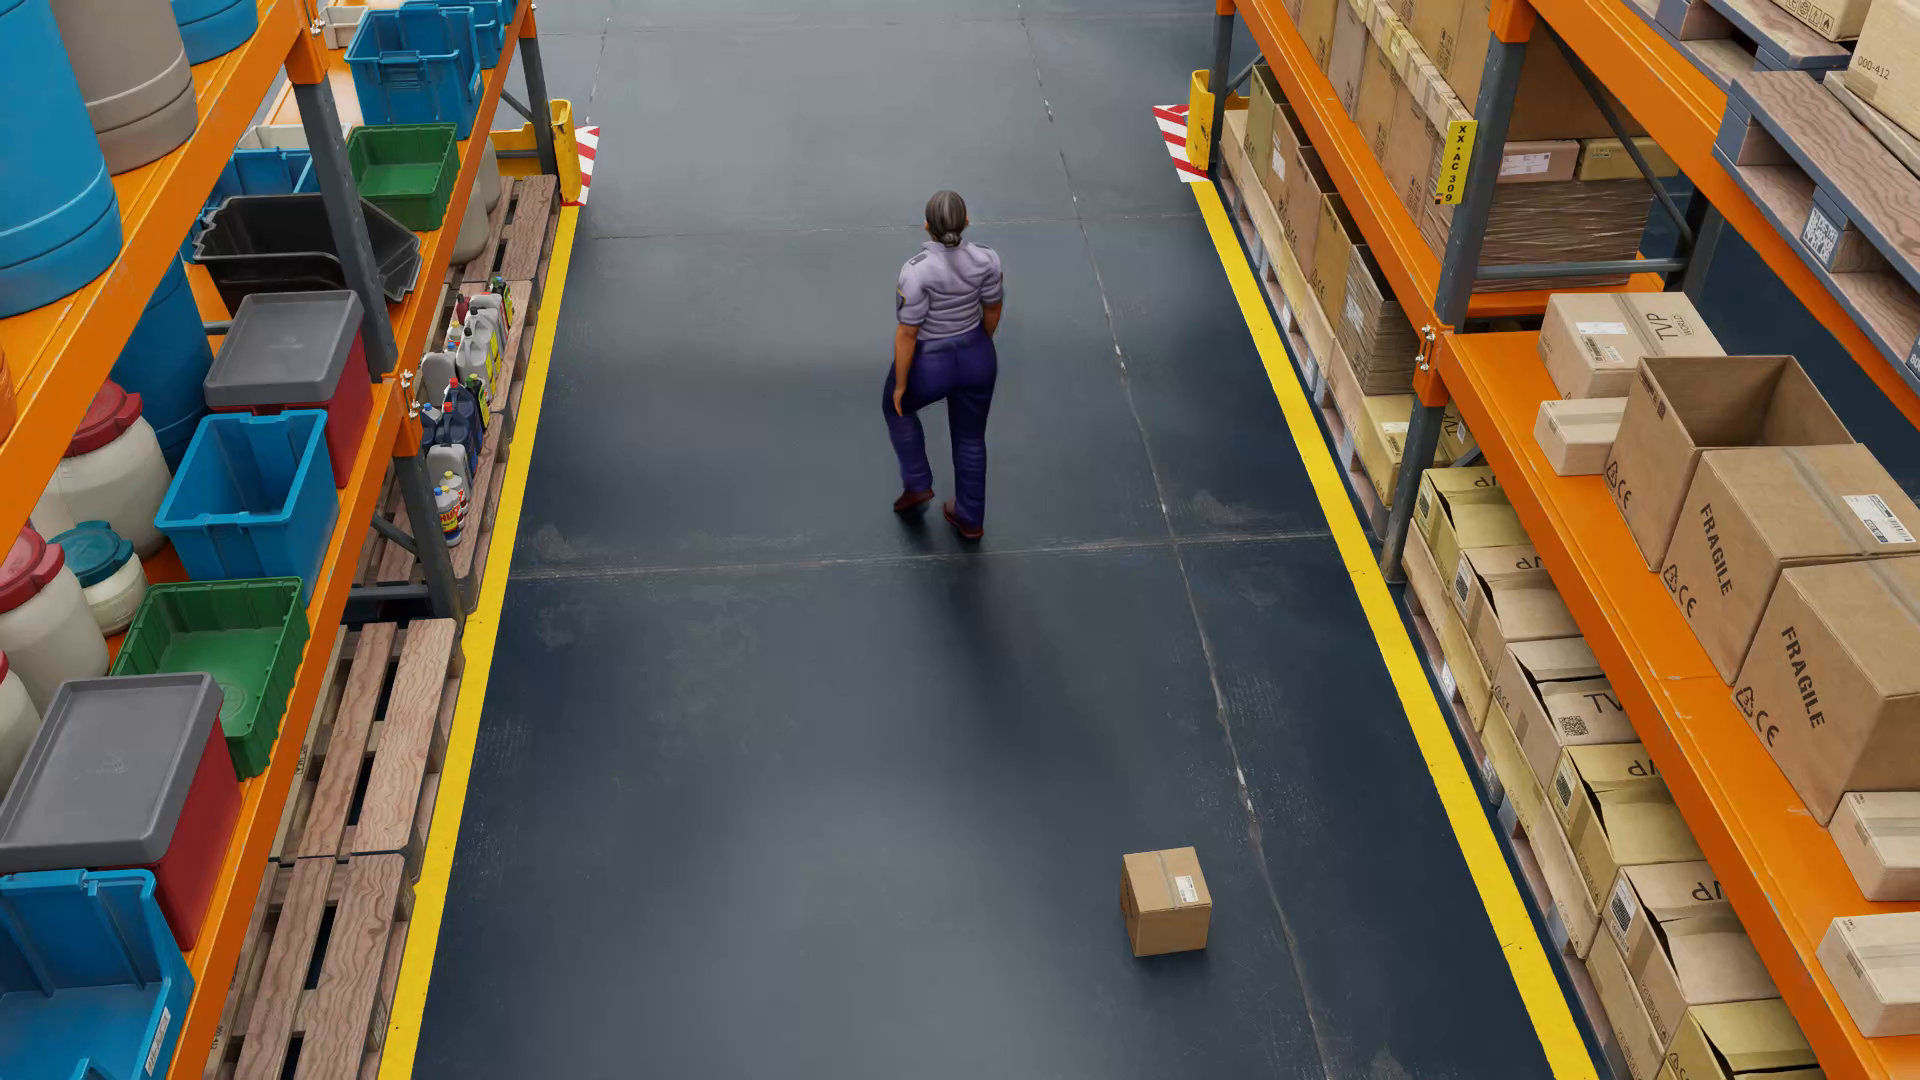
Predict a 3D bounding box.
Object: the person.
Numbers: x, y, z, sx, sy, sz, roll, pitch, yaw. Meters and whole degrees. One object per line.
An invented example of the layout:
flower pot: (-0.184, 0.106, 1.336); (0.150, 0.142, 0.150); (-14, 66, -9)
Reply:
person: (-0.074, -0.734, 7.073); (0.523, 1.702, 0.526); (-14, 41, -16)
